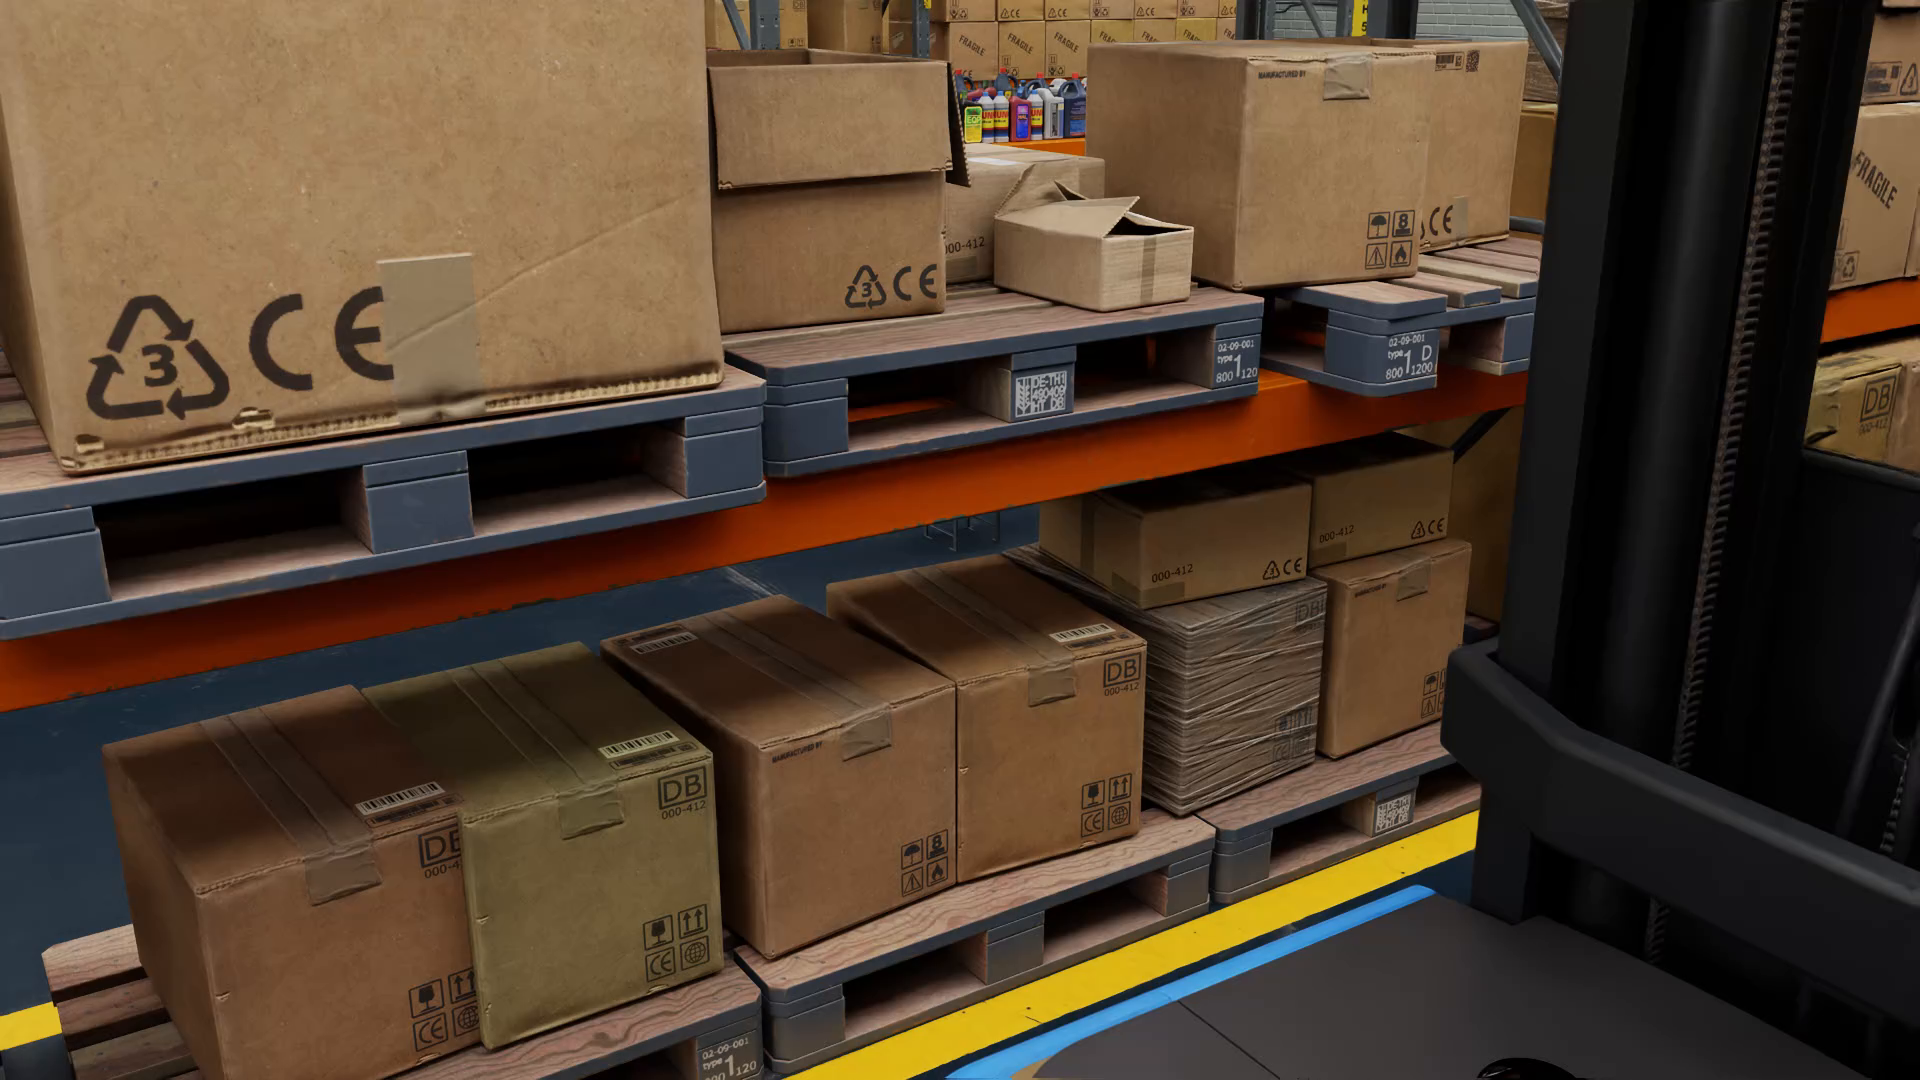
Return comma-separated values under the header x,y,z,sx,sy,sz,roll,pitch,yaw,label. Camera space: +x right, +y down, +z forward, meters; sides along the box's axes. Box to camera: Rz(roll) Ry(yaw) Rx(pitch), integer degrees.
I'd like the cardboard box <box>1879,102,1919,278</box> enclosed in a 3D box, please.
x,y,z,sx,sy,sz,roll,pitch,yaw,label
2.933,-1.139,5.274,0.500,0.500,0.500,-12,22,-32,cardboard box

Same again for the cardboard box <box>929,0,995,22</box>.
x,y,z,sx,sy,sz,roll,pitch,yaw,label
-0.034,-4.780,14.482,0.500,0.500,0.500,-11,22,-30,cardboard box

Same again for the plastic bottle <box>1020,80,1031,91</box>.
x,y,z,sx,sy,sz,roll,pitch,yaw,label
0.382,-2.651,10.102,0.097,0.271,0.097,0,19,0,plastic bottle

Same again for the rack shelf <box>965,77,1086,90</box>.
x,y,z,sx,sy,sz,roll,pitch,yaw,label
1.088,-4.262,15.793,4.000,0.370,1.077,-12,22,-31,rack shelf

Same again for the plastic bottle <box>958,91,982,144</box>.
x,y,z,sx,sy,sz,roll,pitch,yaw,label
0.053,-2.289,9.014,0.133,0.283,0.061,-12,22,-31,plastic bottle

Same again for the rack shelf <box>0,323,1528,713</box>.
x,y,z,sx,sy,sz,roll,pitch,yaw,label
-0.148,-0.203,3.785,4.000,0.370,1.077,-12,22,-31,rack shelf

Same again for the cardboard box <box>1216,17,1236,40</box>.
x,y,z,sx,sy,sz,roll,pitch,yaw,label
2.534,-4.851,16.255,0.500,0.500,0.500,-11,22,-30,cardboard box

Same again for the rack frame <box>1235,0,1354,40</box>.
x,y,z,sx,sy,sz,roll,pitch,yaw,label
2.139,-2.925,10.714,0.127,3.000,1.000,-12,22,-31,rack frame

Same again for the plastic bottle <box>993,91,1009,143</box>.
x,y,z,sx,sy,sz,roll,pitch,yaw,label
0.221,-2.326,9.141,0.097,0.271,0.097,0,19,0,plastic bottle

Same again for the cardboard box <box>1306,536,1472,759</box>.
x,y,z,sx,sy,sz,roll,pitch,yaw,label
0.973,0.203,4.677,0.500,0.500,0.700,-13,23,-34,cardboard box

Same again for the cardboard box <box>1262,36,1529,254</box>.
x,y,z,sx,sy,sz,roll,pitch,yaw,label
1.093,-1.037,4.315,0.500,0.500,0.500,-15,24,-38,cardboard box

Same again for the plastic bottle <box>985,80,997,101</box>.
x,y,z,sx,sy,sz,roll,pitch,yaw,label
0.155,-2.592,9.910,0.133,0.283,0.061,-12,22,-31,plastic bottle

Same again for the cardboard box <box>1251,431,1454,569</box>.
x,y,z,sx,sy,sz,roll,pitch,yaw,label
0.979,-0.149,4.549,0.500,0.250,0.500,-11,22,-29,cardboard box

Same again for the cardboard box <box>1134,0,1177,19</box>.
x,y,z,sx,sy,sz,roll,pitch,yaw,label
1.686,-5.143,15.556,0.500,0.500,0.500,-11,22,-30,cardboard box

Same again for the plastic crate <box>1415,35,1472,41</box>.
x,y,z,sx,sy,sz,roll,pitch,yaw,label
3.022,-3.074,10.961,0.583,0.464,0.402,-12,22,-31,plastic crate

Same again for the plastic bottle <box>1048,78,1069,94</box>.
x,y,z,sx,sy,sz,roll,pitch,yaw,label
0.575,-2.683,10.191,0.135,0.276,0.152,-12,22,-31,plastic bottle

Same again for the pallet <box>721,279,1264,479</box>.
x,y,z,sx,sy,sz,roll,pitch,yaw,label
-0.109,-0.446,3.679,1.213,0.211,1.003,-12,22,-31,pallet

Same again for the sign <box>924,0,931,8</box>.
x,y,z,sx,sy,sz,roll,pitch,yaw,label
-0.274,-4.652,14.013,0.005,0.325,0.100,-12,22,-31,sign

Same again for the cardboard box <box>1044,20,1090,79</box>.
x,y,z,sx,sy,sz,roll,pitch,yaw,label
0.838,-4.494,15.197,0.500,0.500,0.500,-12,22,-32,cardboard box

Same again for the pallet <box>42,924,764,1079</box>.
x,y,z,sx,sy,sz,roll,pitch,yaw,label
-1.169,0.992,3.481,1.213,0.211,1.003,-12,22,-31,pallet

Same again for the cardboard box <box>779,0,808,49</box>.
x,y,z,sx,sy,sz,roll,pitch,yaw,label
-1.641,-4.336,14.074,0.500,0.500,0.700,-8,20,-23,cardboard box

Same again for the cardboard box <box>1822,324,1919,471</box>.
x,y,z,sx,sy,sz,roll,pitch,yaw,label
2.858,-0.359,5.786,0.875,0.875,1.225,-12,22,-31,cardboard box

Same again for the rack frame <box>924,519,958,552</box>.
x,y,z,sx,sy,sz,roll,pitch,yaw,label
-0.078,-0.410,6.552,0.006,0.900,0.240,-12,22,-31,rack frame

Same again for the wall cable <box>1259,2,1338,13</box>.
x,y,z,sx,sy,sz,roll,pitch,yaw,label
4.951,-8.552,22.837,0.112,2.526,3.097,-12,22,-31,wall cable

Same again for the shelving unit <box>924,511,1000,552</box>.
x,y,z,sx,sy,sz,roll,pitch,yaw,label
0.007,-0.428,6.605,0.210,0.900,0.258,-12,22,-31,shelving unit

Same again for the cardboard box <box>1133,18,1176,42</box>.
x,y,z,sx,sy,sz,roll,pitch,yaw,label
1.683,-4.672,15.726,0.500,0.500,0.500,-12,22,-31,cardboard box

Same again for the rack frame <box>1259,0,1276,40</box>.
x,y,z,sx,sy,sz,roll,pitch,yaw,label
2.758,-4.956,16.719,0.127,3.000,1.000,-12,22,-31,rack frame

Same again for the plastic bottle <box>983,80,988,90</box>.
x,y,z,sx,sy,sz,roll,pitch,yaw,label
0.121,-2.608,9.959,0.133,0.283,0.061,-12,22,-31,plastic bottle

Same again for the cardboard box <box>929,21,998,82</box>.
x,y,z,sx,sy,sz,roll,pitch,yaw,label
-0.007,-4.315,14.669,0.500,0.500,0.500,-11,22,-30,cardboard box

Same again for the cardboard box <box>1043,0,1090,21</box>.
x,y,z,sx,sy,sz,roll,pitch,yaw,label
0.826,-4.961,15.019,0.500,0.500,0.500,-13,22,-33,cardboard box

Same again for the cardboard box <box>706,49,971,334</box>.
x,y,z,sx,sy,sz,roll,pitch,yaw,label
-0.422,-0.769,3.520,0.637,0.503,0.797,-9,21,-26,cardboard box

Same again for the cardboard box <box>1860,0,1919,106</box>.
x,y,z,sx,sy,sz,roll,pitch,yaw,label
2.687,-1.657,5.240,0.637,0.503,0.797,-11,22,-30,cardboard box

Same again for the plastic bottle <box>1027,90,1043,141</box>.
x,y,z,sx,sy,sz,roll,pitch,yaw,label
0.413,-2.366,9.261,0.097,0.271,0.097,0,19,0,plastic bottle

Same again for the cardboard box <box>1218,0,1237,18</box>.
x,y,z,sx,sy,sz,roll,pitch,yaw,label
2.538,-5.325,16.094,0.500,0.500,0.500,-12,22,-32,cardboard box

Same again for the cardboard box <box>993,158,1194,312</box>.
x,y,z,sx,sy,sz,roll,pitch,yaw,label
0.278,-0.665,3.583,0.258,0.266,0.396,-13,22,-33,cardboard box

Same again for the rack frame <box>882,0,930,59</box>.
x,y,z,sx,sy,sz,roll,pitch,yaw,label
-0.583,-4.251,14.635,0.127,3.000,1.000,-12,22,-31,rack frame

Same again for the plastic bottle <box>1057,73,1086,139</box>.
x,y,z,sx,sy,sz,roll,pitch,yaw,label
0.631,-2.459,9.411,0.185,0.351,0.144,-12,22,-31,plastic bottle

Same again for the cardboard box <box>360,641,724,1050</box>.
x,y,z,sx,sy,sz,roll,pitch,yaw,label
-0.885,0.603,3.494,0.500,0.500,0.700,-12,22,-32,cardboard box

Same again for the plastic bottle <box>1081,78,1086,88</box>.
x,y,z,sx,sy,sz,roll,pitch,yaw,label
0.769,-2.724,10.312,0.135,0.276,0.152,-12,22,-31,plastic bottle

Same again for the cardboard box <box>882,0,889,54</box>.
x,y,z,sx,sy,sz,roll,pitch,yaw,label
-0.991,-6.198,19.927,0.700,0.700,0.980,-12,22,-32,cardboard box

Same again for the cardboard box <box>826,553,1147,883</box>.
x,y,z,sx,sy,sz,roll,pitch,yaw,label
0.047,0.406,4.077,0.500,0.500,0.700,-10,21,-27,cardboard box

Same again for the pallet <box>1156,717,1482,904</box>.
x,y,z,sx,sy,sz,roll,pitch,yaw,label
0.868,0.562,4.752,1.213,0.211,1.003,-12,22,-31,pallet
